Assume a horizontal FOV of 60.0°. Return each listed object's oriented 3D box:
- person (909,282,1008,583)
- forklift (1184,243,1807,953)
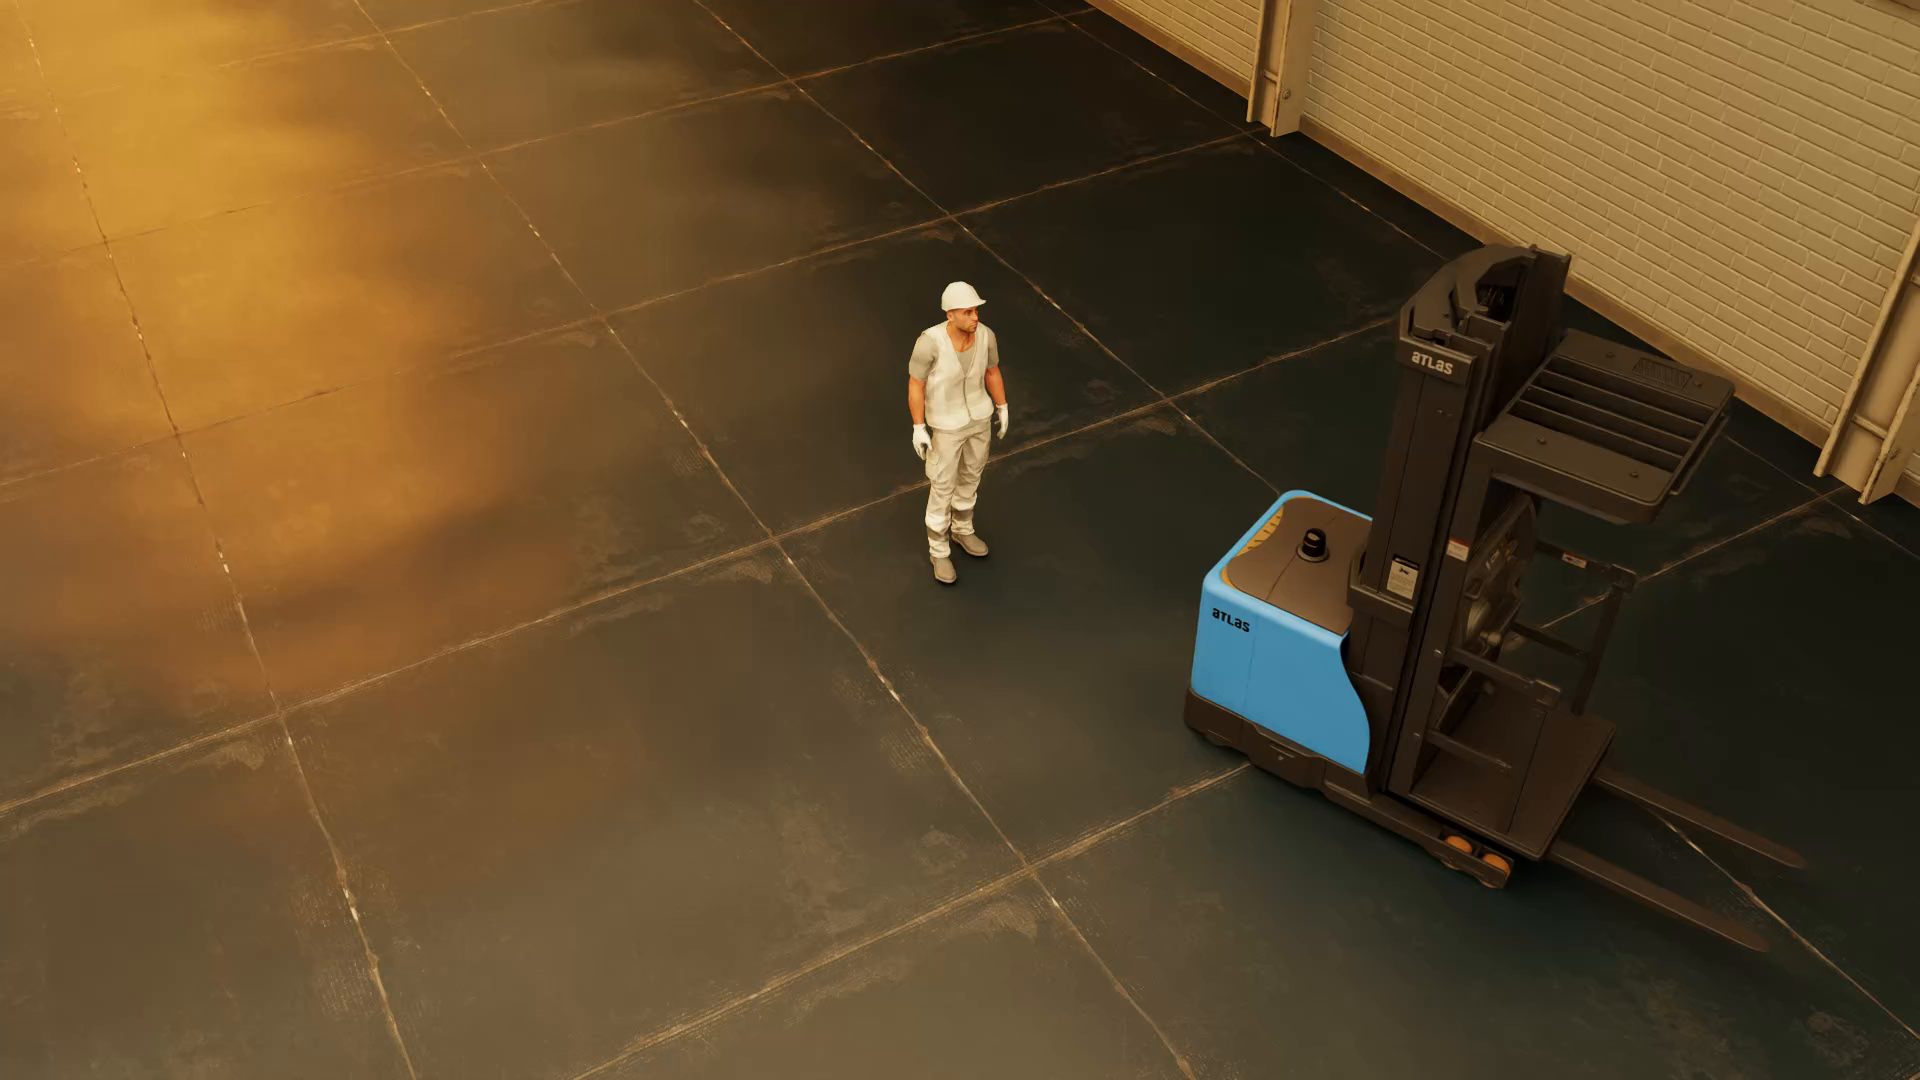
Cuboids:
[{"bbox_3d":[0.030,-0.646,9.699,0.638,1.787,0.564,-20,44,-23],"label":"person"},{"bbox_3d":[2.708,0.208,7.785,3.031,2.935,1.130,25,46,27],"label":"forklift"}]
